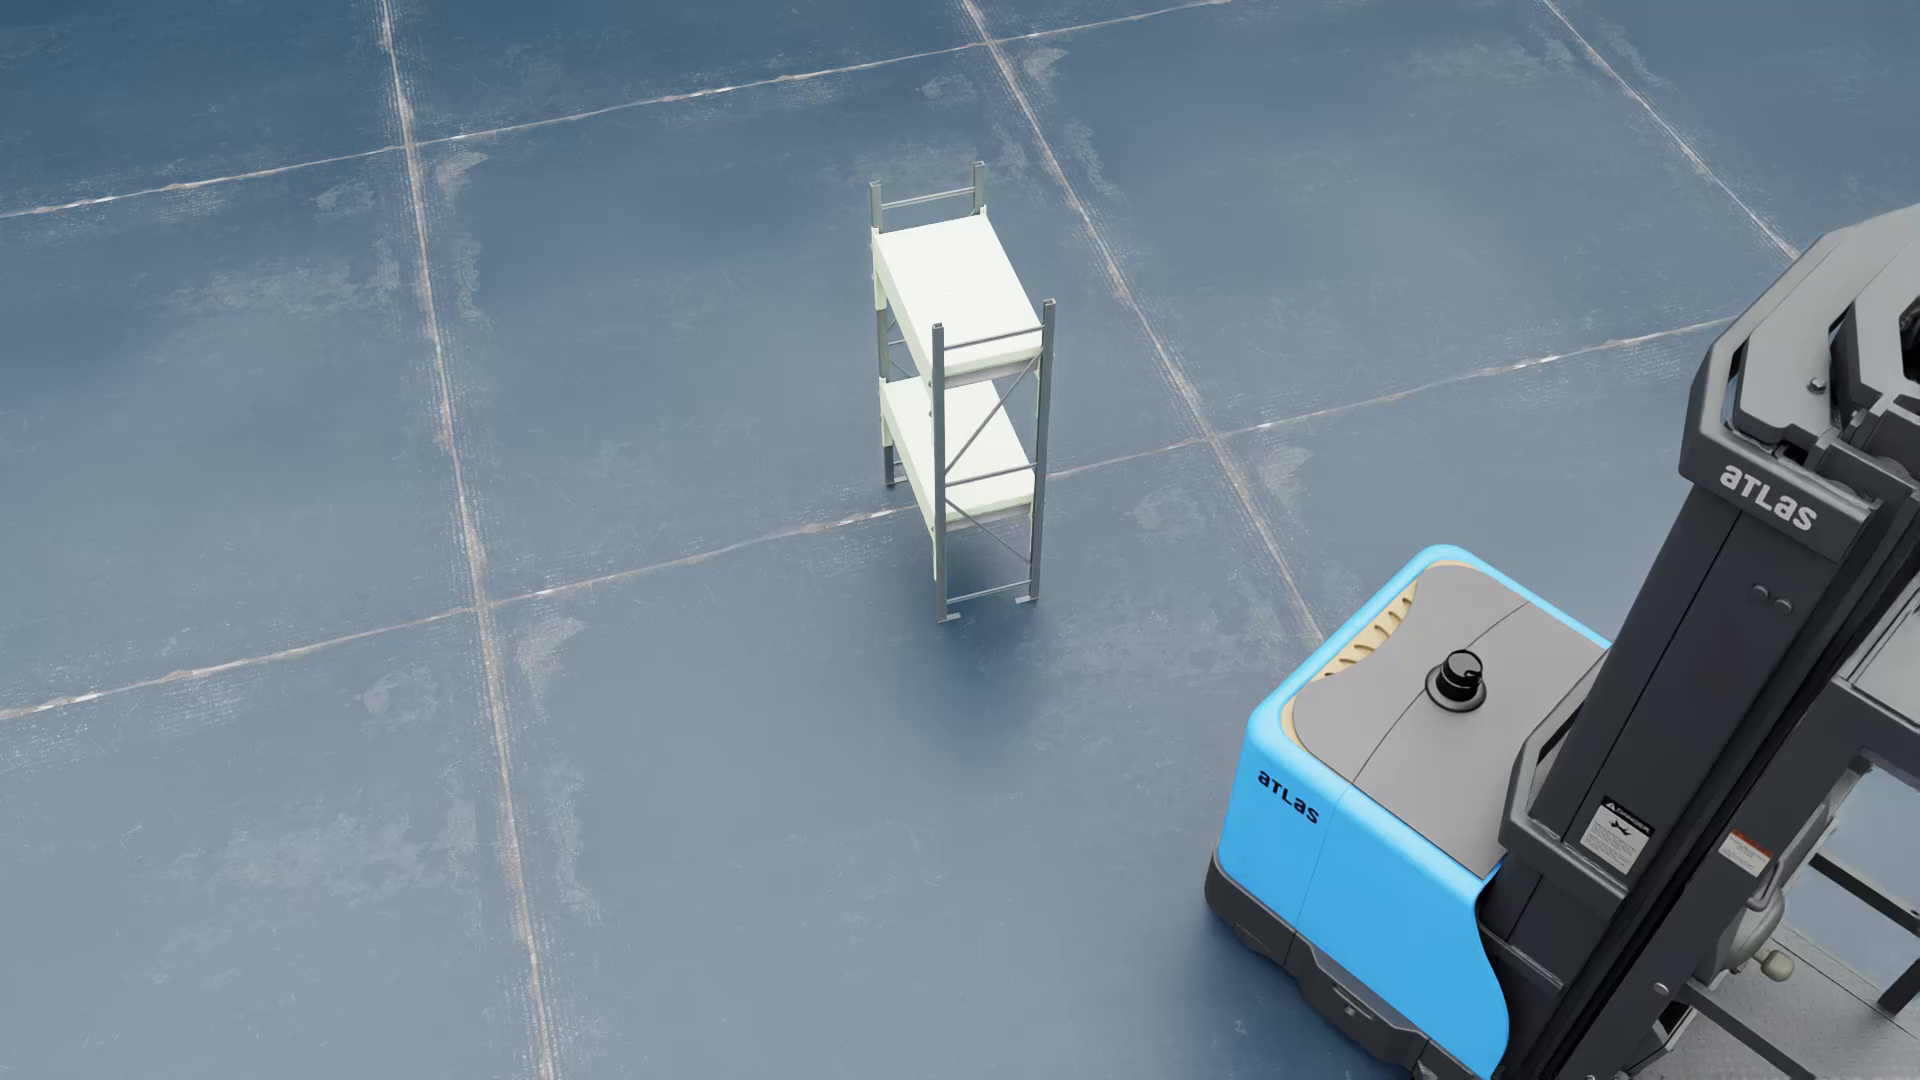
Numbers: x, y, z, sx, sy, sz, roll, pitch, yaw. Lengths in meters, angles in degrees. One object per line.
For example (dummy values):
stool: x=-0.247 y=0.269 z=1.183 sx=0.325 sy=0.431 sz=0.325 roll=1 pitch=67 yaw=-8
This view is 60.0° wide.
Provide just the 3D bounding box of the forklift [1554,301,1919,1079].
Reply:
forklift: x=2.510 y=1.086 z=3.837 sx=2.170 sy=2.733 sz=1.118 roll=37 pitch=59 yaw=27

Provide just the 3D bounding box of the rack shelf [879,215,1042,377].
rack shelf: x=-0.002 y=-0.826 z=5.570 sx=0.368 sy=0.052 sz=0.686 roll=-13 pitch=51 yaw=-11

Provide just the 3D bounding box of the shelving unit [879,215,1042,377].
shelving unit: x=-0.002 y=-0.826 z=5.570 sx=0.368 sy=0.052 sz=0.686 roll=-13 pitch=51 yaw=-11
